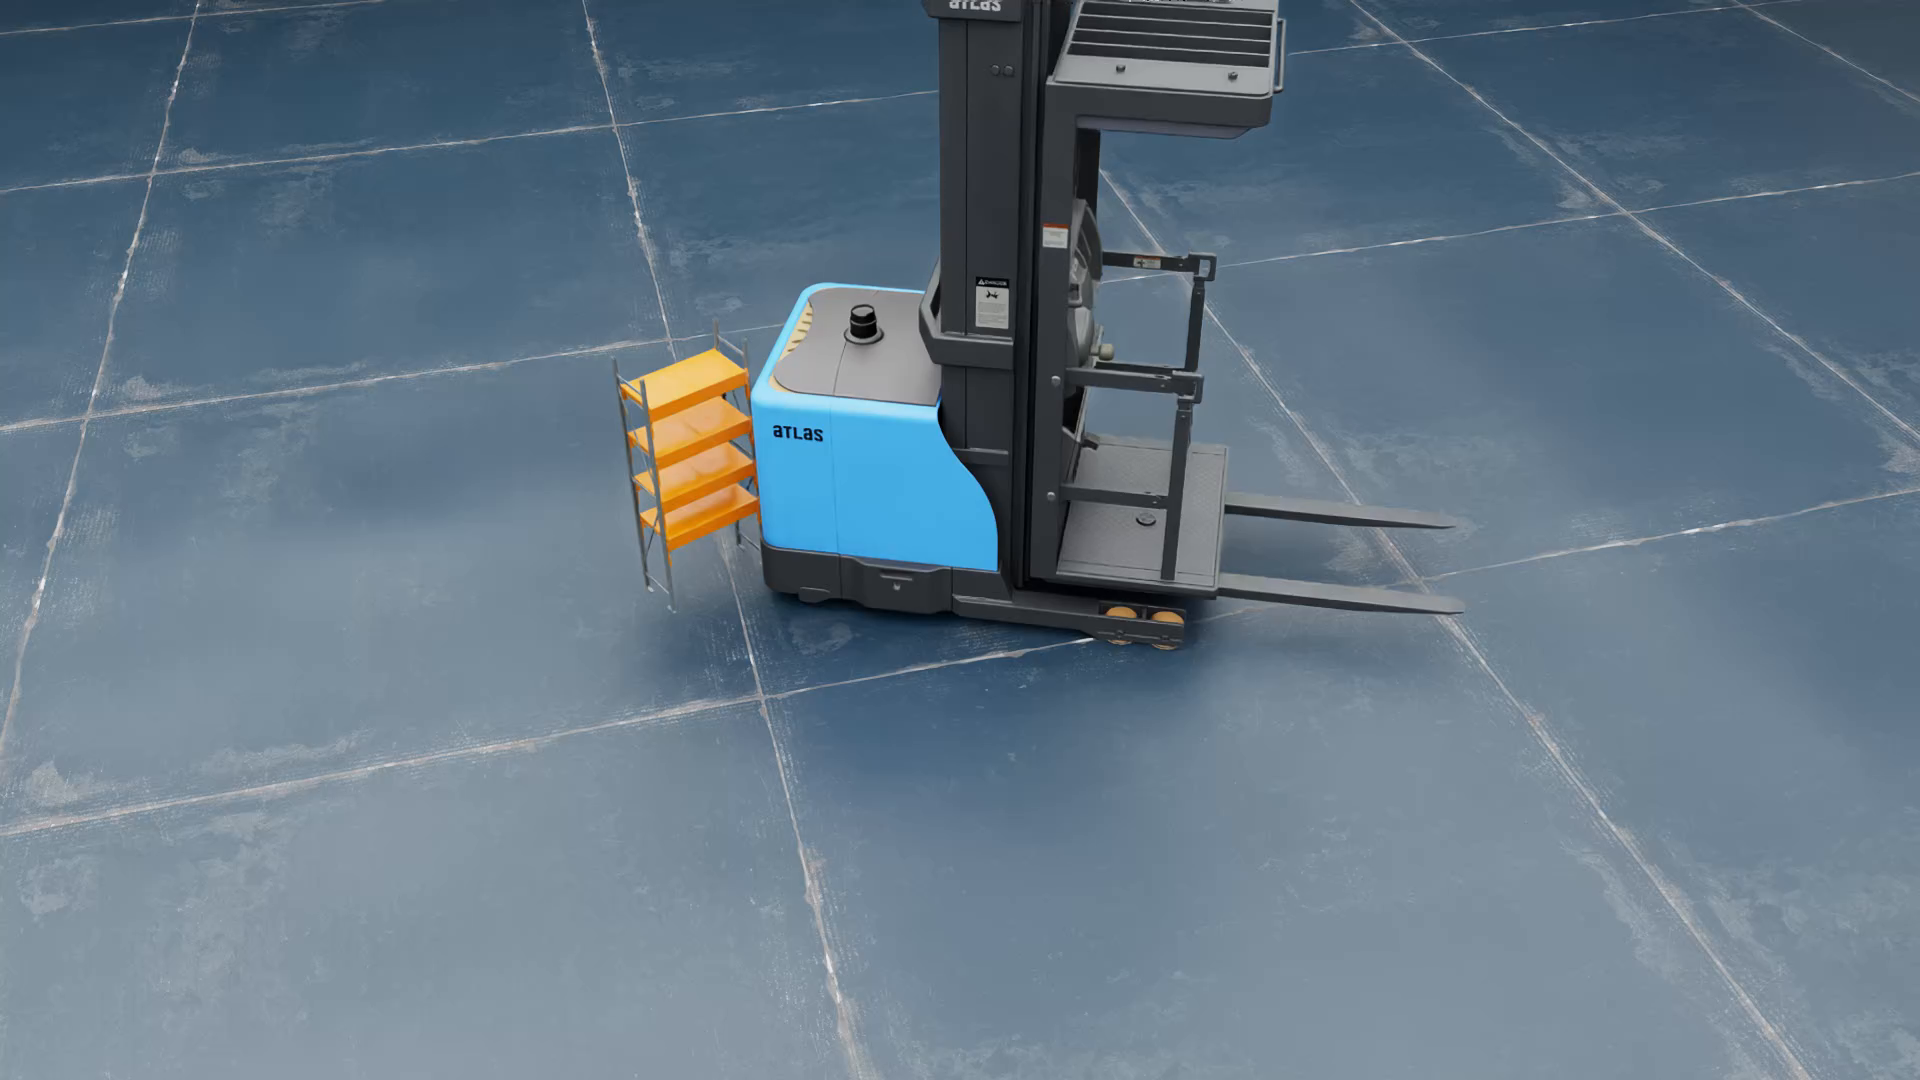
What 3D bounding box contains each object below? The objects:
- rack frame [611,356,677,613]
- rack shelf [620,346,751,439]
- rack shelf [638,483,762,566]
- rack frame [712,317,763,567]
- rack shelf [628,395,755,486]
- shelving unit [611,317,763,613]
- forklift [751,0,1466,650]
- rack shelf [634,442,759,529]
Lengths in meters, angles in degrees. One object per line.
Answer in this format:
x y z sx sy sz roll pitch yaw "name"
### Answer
-1.333 -0.212 7.039 0.015 1.200 0.240 -27 45 -31 "rack frame"
-1.147 -0.619 6.925 0.480 0.148 0.258 -27 45 -31 "rack shelf"
-1.145 -0.095 7.324 0.480 0.148 0.258 -27 45 -31 "rack shelf"
-0.958 -0.402 7.287 0.015 1.200 0.240 -27 45 -31 "rack frame"
-1.146 -0.431 7.068 0.480 0.148 0.258 -27 45 -31 "rack shelf"
-1.146 -0.307 7.163 0.503 1.200 0.258 -27 45 -31 "shelving unit"
0.691 -1.043 6.701 3.031 2.935 1.130 6 38 8 "forklift"
-1.146 -0.253 7.203 0.480 0.148 0.258 -27 45 -31 "rack shelf"
